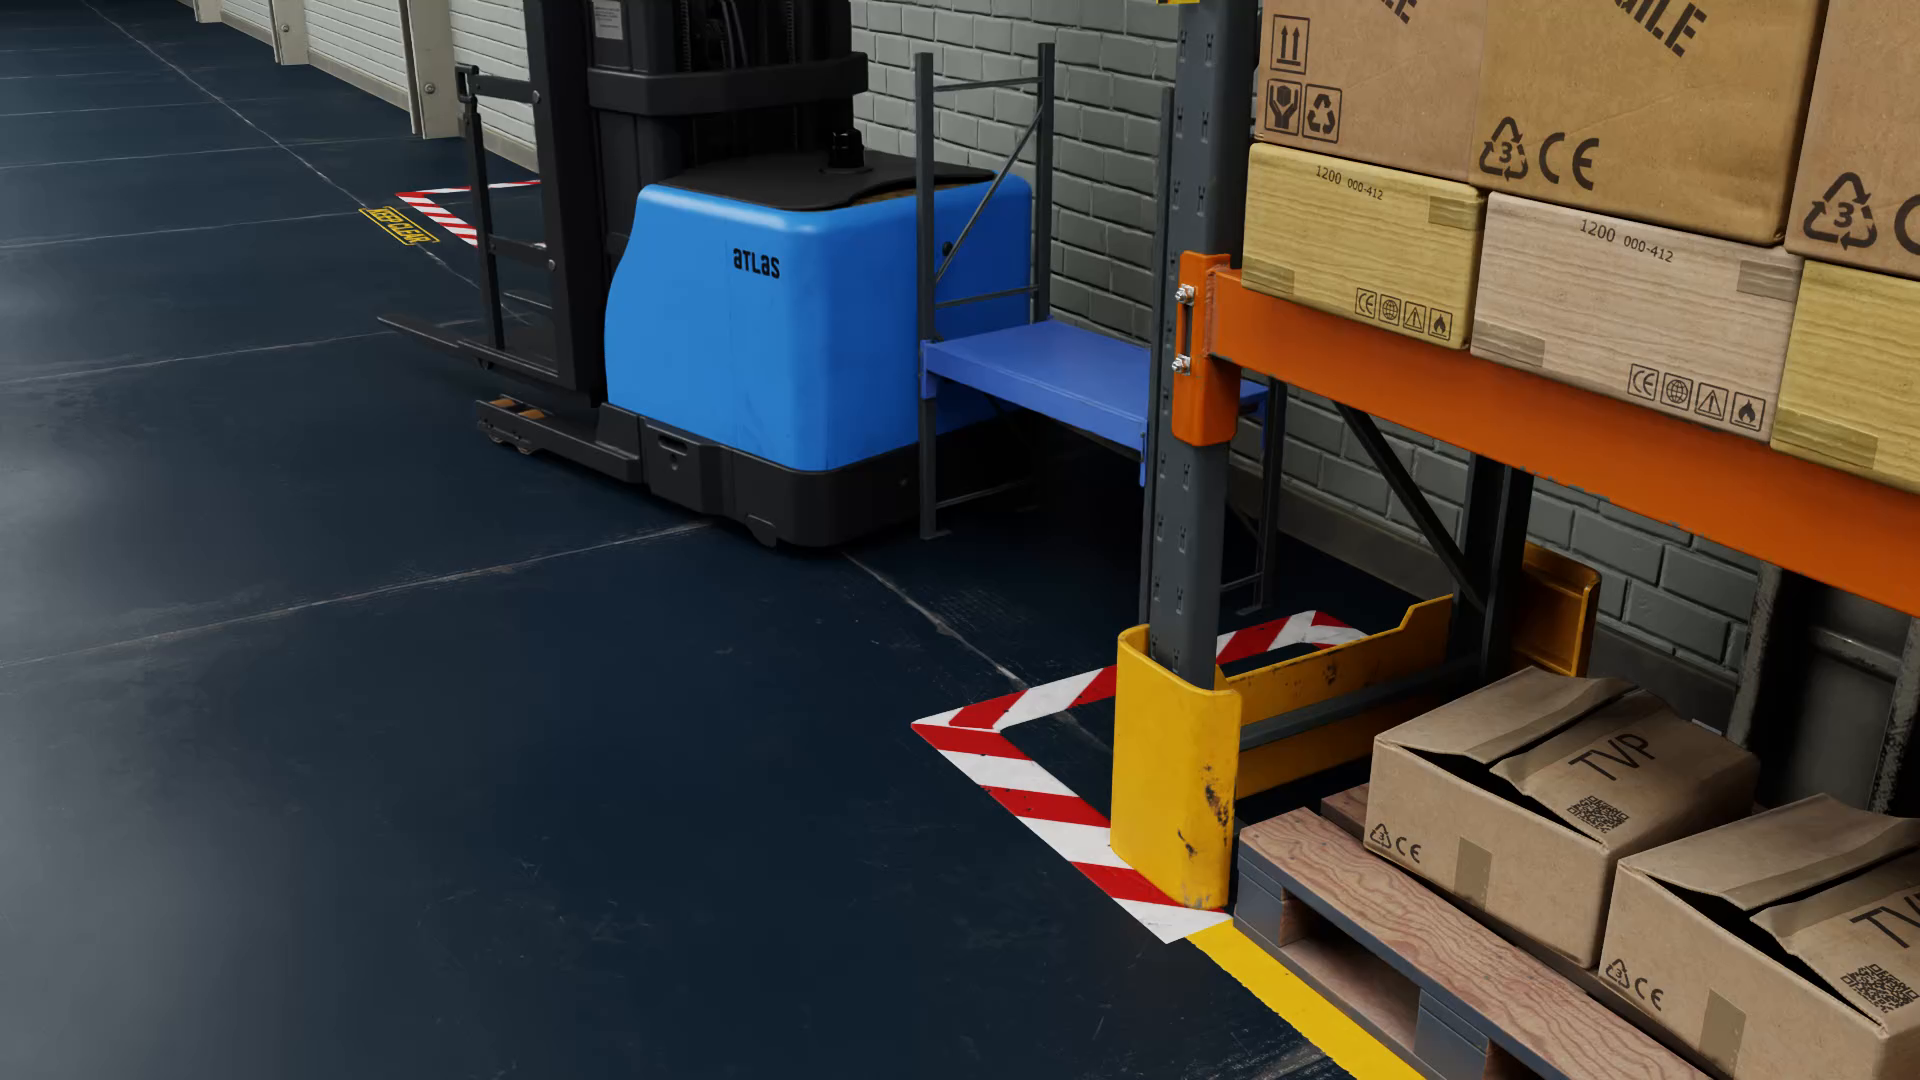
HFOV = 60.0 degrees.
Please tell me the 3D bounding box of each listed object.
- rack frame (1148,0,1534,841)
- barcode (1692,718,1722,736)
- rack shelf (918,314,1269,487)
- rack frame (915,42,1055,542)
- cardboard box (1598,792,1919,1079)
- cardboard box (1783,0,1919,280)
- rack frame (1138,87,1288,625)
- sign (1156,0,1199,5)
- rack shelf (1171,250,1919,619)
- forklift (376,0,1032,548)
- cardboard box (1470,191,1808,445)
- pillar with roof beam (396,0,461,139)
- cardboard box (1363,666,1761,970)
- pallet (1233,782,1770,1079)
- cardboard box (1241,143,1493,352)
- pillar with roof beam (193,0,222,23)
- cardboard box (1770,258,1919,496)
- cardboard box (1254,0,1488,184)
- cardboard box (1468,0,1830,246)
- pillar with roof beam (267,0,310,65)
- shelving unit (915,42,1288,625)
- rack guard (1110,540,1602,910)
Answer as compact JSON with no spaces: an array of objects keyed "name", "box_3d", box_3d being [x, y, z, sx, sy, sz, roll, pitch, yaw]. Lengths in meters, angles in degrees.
[{"name":"rack frame","box_3d":[0.857,-0.809,3.318,1.000,3.000,0.127,-13,25,-28]},{"name":"barcode","box_3d":[1.486,0.399,3.321,0.001,0.075,0.075,-13,25,-28]},{"name":"rack shelf","box_3d":[0.387,-0.432,4.860,0.538,0.185,1.000,-16,27,-34]},{"name":"rack frame","box_3d":[0.079,-0.751,5.167,0.500,1.500,0.032,-16,27,-34]},{"name":"cardboard box","box_3d":[1.424,0.659,2.693,0.500,0.311,0.500,-10,24,-24]},{"name":"cardboard box","box_3d":[1.345,-0.553,1.866,0.500,0.500,0.500,-14,26,-30]},{"name":"rack frame","box_3d":[0.695,-0.446,4.417,0.500,1.500,0.032,-16,27,-34]},{"name":"sign","box_3d":[0.391,-1.105,2.898,0.100,0.325,0.005,-13,25,-28]},{"name":"rack shelf","box_3d":[1.879,0.172,1.860,1.077,0.370,4.000,-13,25,-28]},{"name":"forklift","box_3d":[-1.159,-1.791,5.825,3.031,2.935,1.130,20,30,40]},{"name":"cardboard box","box_3d":[1.111,-0.364,2.396,0.500,0.250,0.500,-13,26,-30]},{"name":"pillar with roof beam","box_3d":[-7.872,-6.584,9.560,9.100,9.000,0.400,-13,25,-28]},{"name":"cardboard box","box_3d":[1.133,0.474,3.147,0.500,0.311,0.500,-16,27,-34]},{"name":"pallet","box_3d":[1.281,0.777,3.118,1.003,0.211,1.213,-13,25,-28]},{"name":"cardboard box","box_3d":[0.833,-0.529,2.803,0.500,0.250,0.500,-13,26,-30]},{"name":"pillar with roof beam","box_3d":[-14.002,-10.469,19.117,9.100,9.000,0.400,-13,25,-28]},{"name":"cardboard box","box_3d":[1.366,-0.198,1.988,0.500,0.250,0.500,-13,26,-29]},{"name":"cardboard box","box_3d":[0.843,-0.884,2.678,0.500,0.500,0.500,-13,25,-28]},{"name":"cardboard box","box_3d":[1.087,-0.722,2.280,0.500,0.500,0.500,-13,25,-28]},{"name":"pillar with roof beam","box_3d":[-10.937,-8.526,14.338,9.100,9.000,0.400,-13,25,-28]},{"name":"shelving unit","box_3d":[0.387,-0.599,4.792,0.538,1.500,1.048,-16,27,-34]},{"name":"rack guard","box_3d":[0.896,0.374,3.728,1.175,0.500,0.348,-13,25,-28]}]
